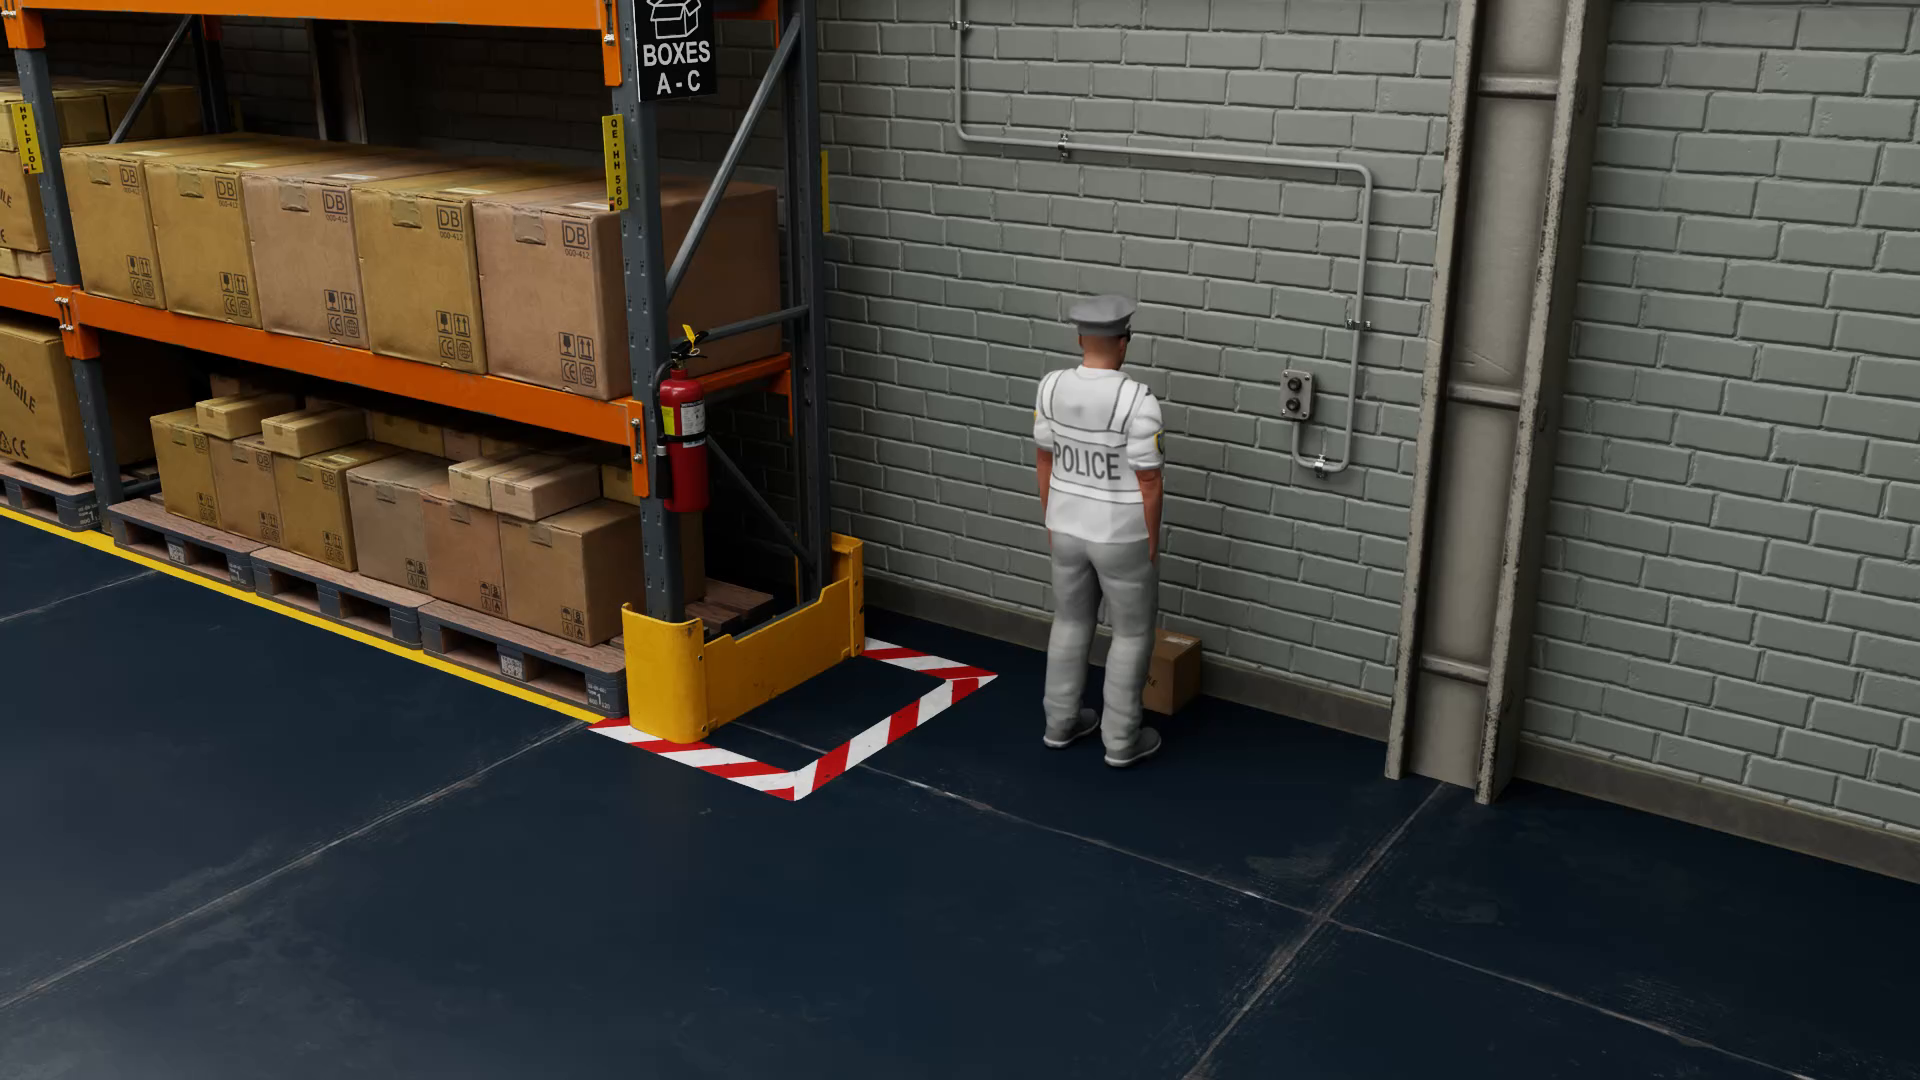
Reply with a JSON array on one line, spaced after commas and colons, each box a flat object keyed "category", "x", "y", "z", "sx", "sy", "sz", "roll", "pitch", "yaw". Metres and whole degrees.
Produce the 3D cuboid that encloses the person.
[{"category": "person", "x": 0.527, "y": -0.034, "z": 6.167, "sx": 0.528, "sy": 1.751, "sz": 0.393, "roll": 14, "pitch": 24, "yaw": 33}]
